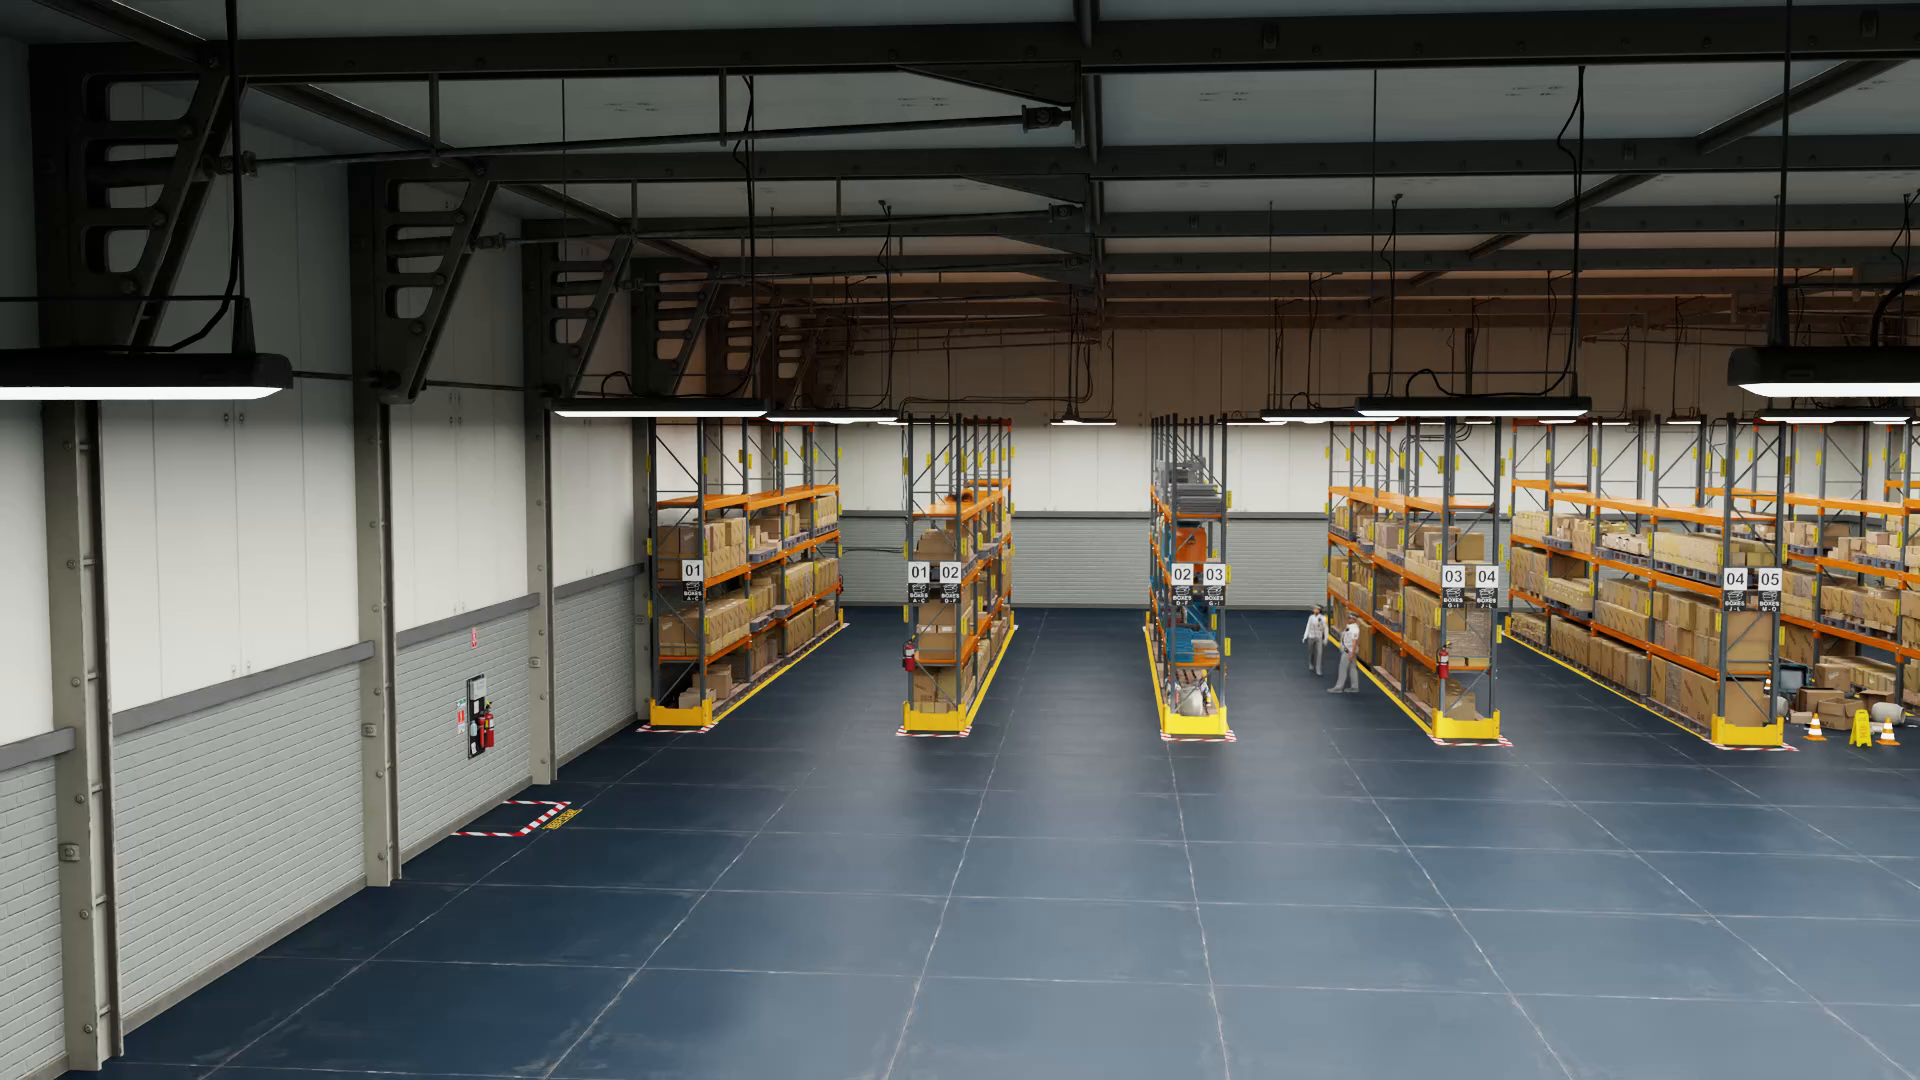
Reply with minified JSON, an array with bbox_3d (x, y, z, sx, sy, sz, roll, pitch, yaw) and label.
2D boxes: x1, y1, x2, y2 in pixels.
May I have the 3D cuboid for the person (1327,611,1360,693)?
[{"bbox_3d":[8.305,2.416,35.983,0.668,1.767,0.537,1,4,20],"label":"person"}]

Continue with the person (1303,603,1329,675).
[{"bbox_3d":[8.297,2.283,38.794,0.595,1.646,0.948,1,4,8],"label":"person"}]
